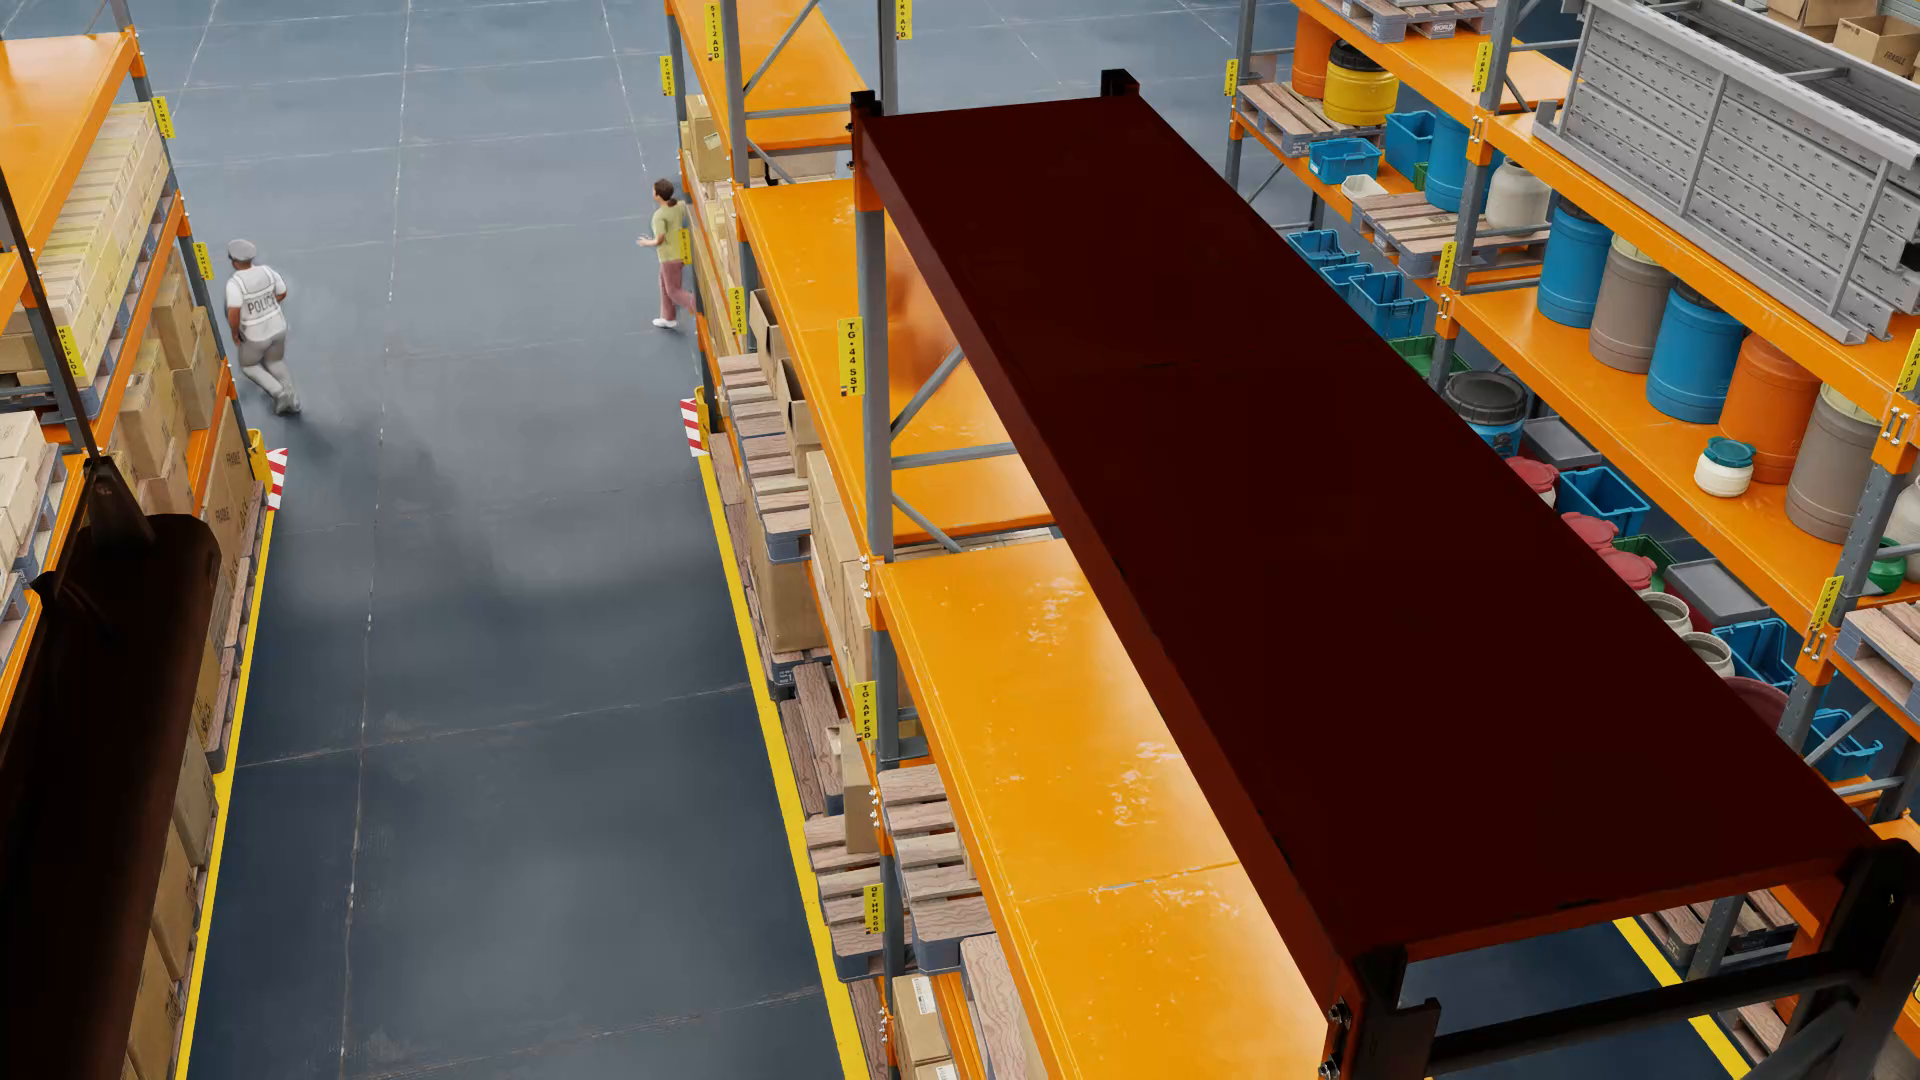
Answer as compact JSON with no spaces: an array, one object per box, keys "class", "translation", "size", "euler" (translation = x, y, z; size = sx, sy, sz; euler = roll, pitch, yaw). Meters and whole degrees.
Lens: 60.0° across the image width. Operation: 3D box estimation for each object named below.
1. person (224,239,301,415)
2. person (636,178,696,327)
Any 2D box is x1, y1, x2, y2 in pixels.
[{"class":"person","translation":[-6.523,-1.956,15.417],"size":[0.601,1.740,0.698],"euler":[20,39,26]},{"class":"person","translation":[-2.830,-2.833,16.786],"size":[0.885,1.655,0.559],"euler":[17,38,24]}]
